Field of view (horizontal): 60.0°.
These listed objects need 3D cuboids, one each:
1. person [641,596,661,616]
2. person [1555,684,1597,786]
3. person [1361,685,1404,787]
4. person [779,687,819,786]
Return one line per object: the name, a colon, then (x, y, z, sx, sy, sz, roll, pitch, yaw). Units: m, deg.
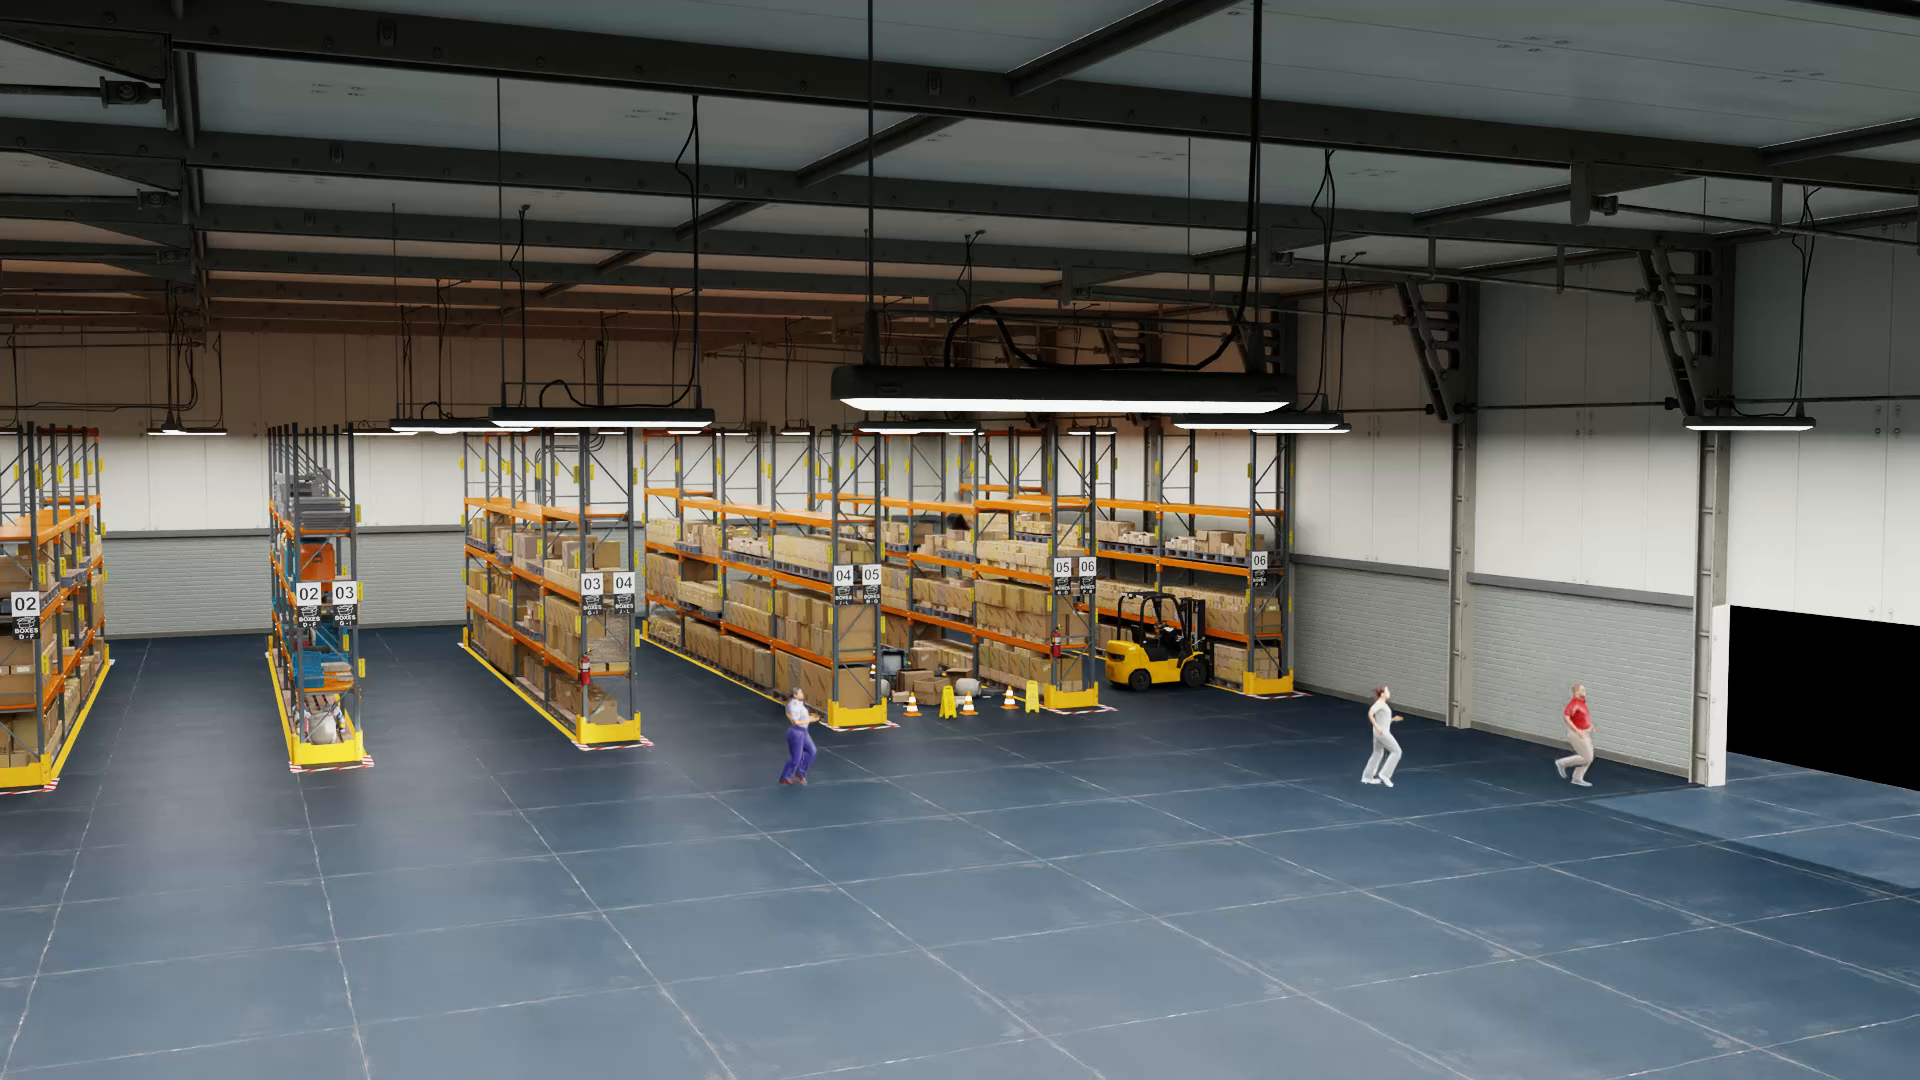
person: (-9.085, 1.865, 49.080, 0.583, 1.735, 0.712, -2, 4, -24)
person: (10.171, 3.213, 27.422, 0.599, 1.684, 0.670, 2, 4, 32)
person: (6.951, 3.214, 27.331, 0.653, 1.679, 0.546, 0, 4, 7)
person: (-2.642, 3.242, 27.349, 0.661, 1.676, 0.586, 0, 3, 4)
